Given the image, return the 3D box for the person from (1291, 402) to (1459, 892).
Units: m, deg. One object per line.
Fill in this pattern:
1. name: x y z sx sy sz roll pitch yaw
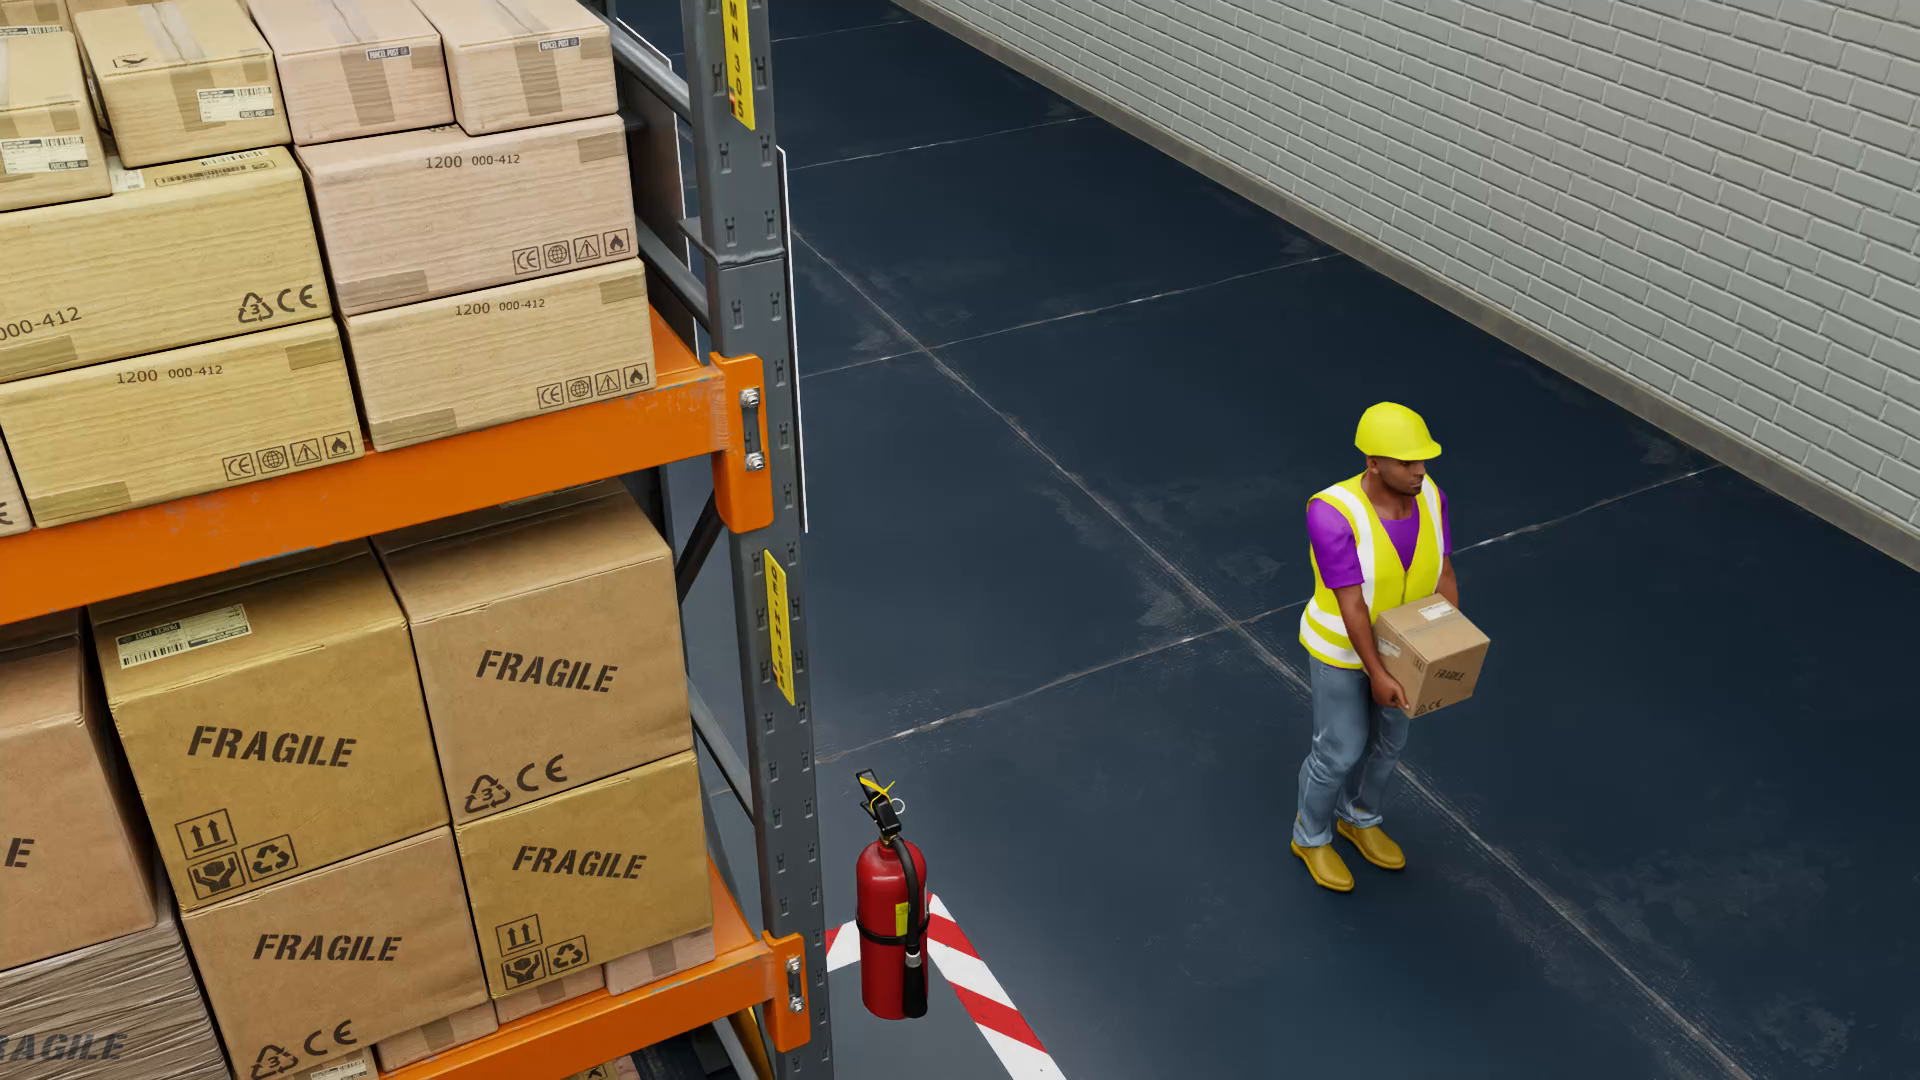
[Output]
1. person: 1.409 0.398 5.503 0.504 1.762 0.566 -16 36 -23
